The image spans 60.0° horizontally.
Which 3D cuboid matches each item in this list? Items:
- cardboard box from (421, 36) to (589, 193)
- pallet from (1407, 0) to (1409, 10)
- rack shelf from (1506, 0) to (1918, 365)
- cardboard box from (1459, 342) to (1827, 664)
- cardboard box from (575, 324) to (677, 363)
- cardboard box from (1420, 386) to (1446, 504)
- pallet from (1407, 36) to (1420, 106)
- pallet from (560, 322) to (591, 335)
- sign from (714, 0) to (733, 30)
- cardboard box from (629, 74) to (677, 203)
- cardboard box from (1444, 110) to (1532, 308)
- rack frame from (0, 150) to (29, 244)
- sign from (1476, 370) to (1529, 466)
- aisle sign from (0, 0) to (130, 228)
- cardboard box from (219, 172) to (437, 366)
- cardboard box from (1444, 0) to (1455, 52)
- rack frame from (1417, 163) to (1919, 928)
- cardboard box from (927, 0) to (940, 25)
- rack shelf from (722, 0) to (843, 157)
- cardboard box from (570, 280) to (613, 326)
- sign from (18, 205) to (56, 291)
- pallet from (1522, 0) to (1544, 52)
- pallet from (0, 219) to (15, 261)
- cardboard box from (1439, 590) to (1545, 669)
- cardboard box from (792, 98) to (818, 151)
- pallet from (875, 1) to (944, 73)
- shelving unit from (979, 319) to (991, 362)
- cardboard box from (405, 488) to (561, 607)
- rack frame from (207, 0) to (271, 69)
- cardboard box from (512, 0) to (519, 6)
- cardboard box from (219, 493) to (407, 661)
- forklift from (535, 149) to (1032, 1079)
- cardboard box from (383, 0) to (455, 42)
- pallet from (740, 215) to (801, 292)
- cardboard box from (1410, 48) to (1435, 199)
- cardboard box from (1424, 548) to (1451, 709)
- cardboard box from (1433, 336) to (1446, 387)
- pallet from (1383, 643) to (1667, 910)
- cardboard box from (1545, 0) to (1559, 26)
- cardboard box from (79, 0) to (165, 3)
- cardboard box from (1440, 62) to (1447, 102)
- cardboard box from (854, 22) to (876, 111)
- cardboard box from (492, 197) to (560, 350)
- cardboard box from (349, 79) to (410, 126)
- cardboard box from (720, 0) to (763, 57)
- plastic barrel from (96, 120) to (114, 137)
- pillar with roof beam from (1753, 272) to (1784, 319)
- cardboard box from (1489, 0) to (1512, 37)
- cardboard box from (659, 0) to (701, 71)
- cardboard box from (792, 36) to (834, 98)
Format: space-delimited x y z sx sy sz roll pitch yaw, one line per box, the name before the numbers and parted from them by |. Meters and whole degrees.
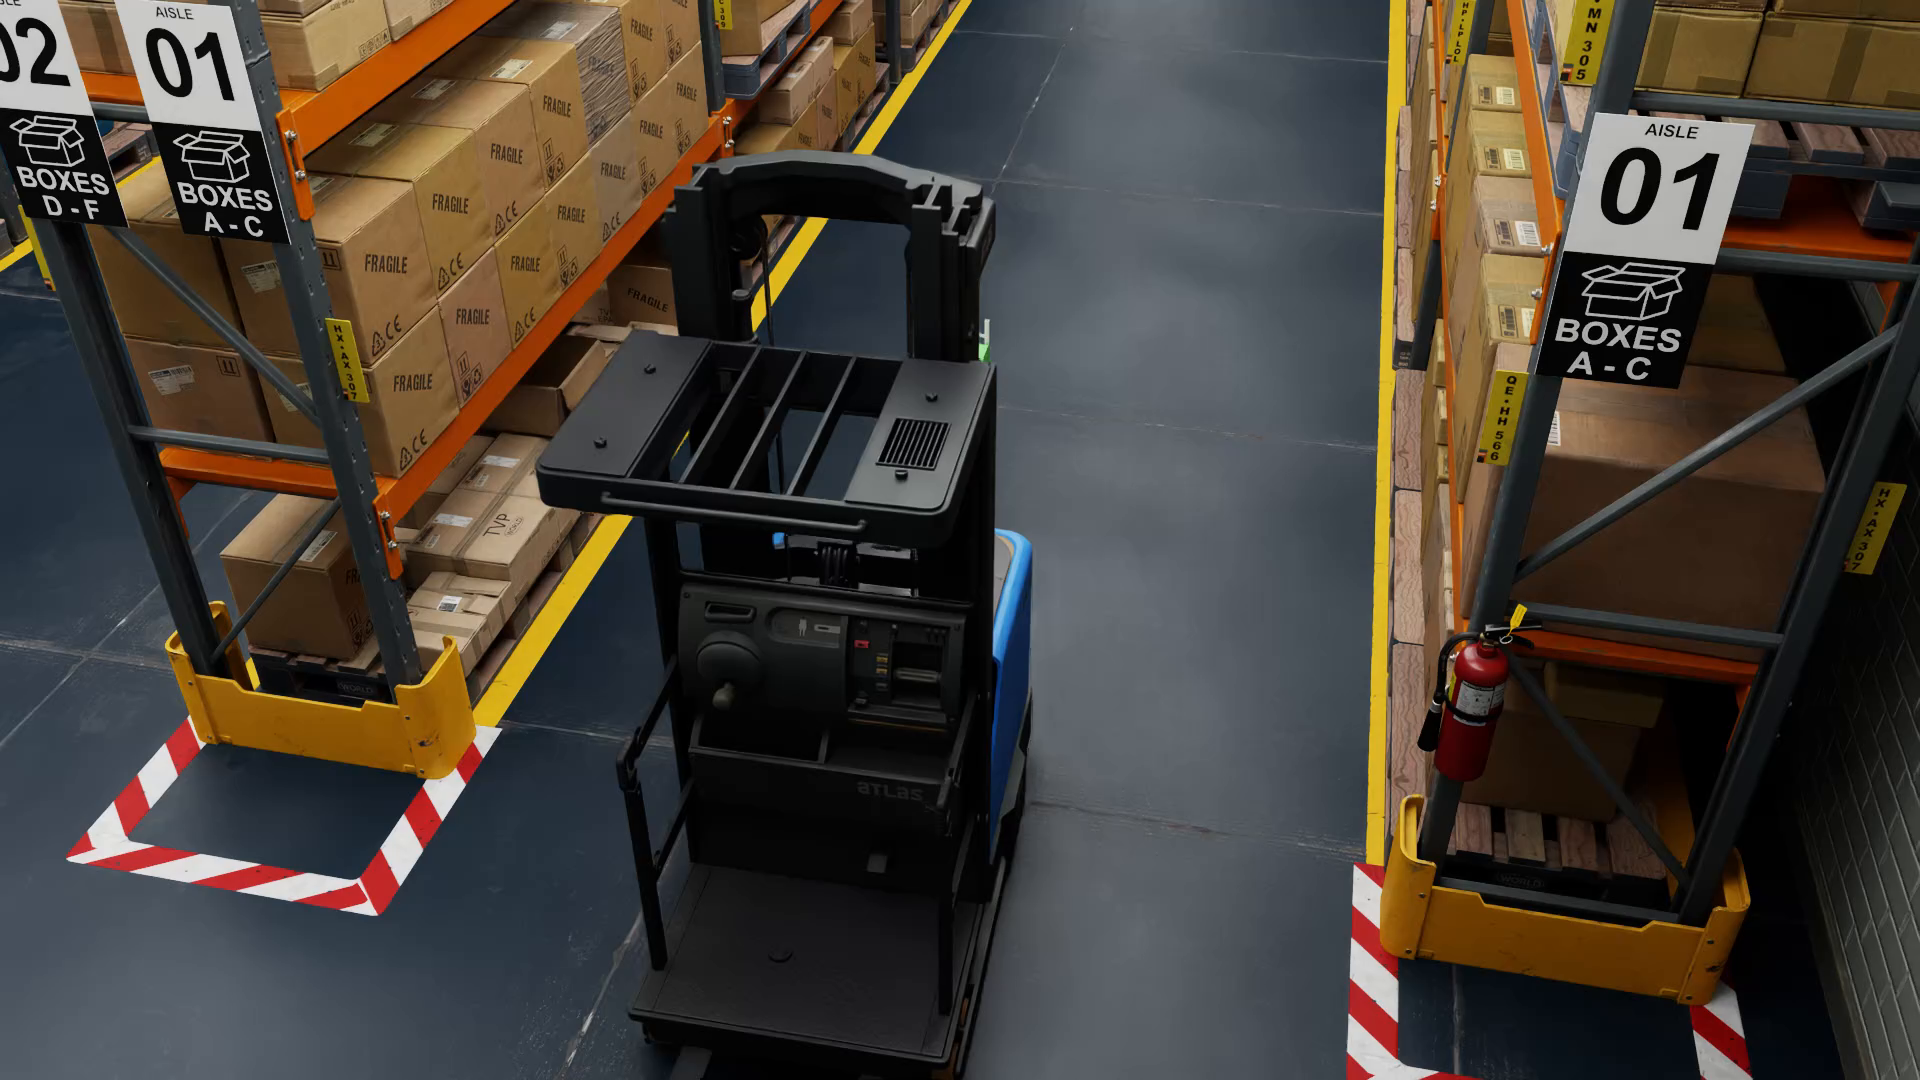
cardboard box | -2.001 -1.888 7.362 0.500 0.500 0.500 7 37 10
pallet | 4.562 -5.029 15.008 1.003 0.211 1.213 7 37 10
rack shelf | 2.591 -1.794 6.227 1.077 0.370 4.000 7 37 10
cardboard box | 2.263 -0.140 5.631 0.980 0.700 0.700 9 37 12
cardboard box | -1.827 -0.934 8.899 0.500 0.311 0.500 7 37 10
cardboard box | 2.647 -0.472 8.118 0.700 0.500 0.500 7 37 9
pallet | 4.040 -3.630 13.078 1.003 0.211 1.213 7 37 10
pallet | -1.970 -1.114 9.607 1.003 0.211 1.213 7 37 10
sign | -1.291 -2.923 8.990 0.100 0.325 0.005 7 37 10
cardboard box | -1.787 -2.063 8.455 0.500 0.500 0.500 8 37 11
cardboard box | 2.725 -1.412 7.387 0.980 0.700 0.700 6 36 9
rack frame | -6.661 -3.260 10.191 1.000 3.000 0.127 7 37 10
sign | 1.636 -0.365 5.009 0.100 0.325 0.005 7 37 10
aisle sign | -2.991 -1.395 5.404 0.394 0.787 0.004 7 37 10
cardboard box | -2.324 -1.010 6.150 0.500 0.500 0.500 8 37 11
cardboard box | 3.085 -3.064 9.565 0.500 0.500 0.500 7 37 10
rack frame | 2.163 0.275 5.314 1.000 3.000 0.127 7 37 10
cardboard box | -0.463 -4.538 13.941 0.500 0.250 0.500 6 36 9
rack shelf | -1.395 -3.492 11.125 1.077 0.370 4.000 7 37 10
cardboard box | -2.123 -1.512 9.697 0.500 0.311 0.500 7 37 10
sign | -3.215 -1.021 5.847 0.100 0.325 0.005 7 37 10
pallet | 2.570 -2.031 6.016 1.003 0.211 1.213 7 37 10
pallet | -6.780 -1.704 10.421 1.003 0.211 1.213 7 37 10
cardboard box | 2.065 0.345 6.438 0.380 0.149 0.250 7 37 9
cardboard box | -1.264 -2.642 11.095 0.500 0.500 0.500 8 37 11
pallet | -0.754 -4.268 13.959 1.003 0.211 1.213 7 37 10
shelving unit | -0.035 -0.391 7.767 0.258 1.200 0.503 7 37 10
cardboard box | -2.177 0.029 7.622 0.500 0.250 0.500 7 37 10
rack frame | -2.677 -2.772 4.407 1.000 3.000 0.127 7 37 10
cardboard box | -2.308 -2.551 8.277 0.500 0.500 0.500 6 36 9
cardboard box | -2.801 0.148 7.245 0.500 0.500 0.500 7 37 10
forklift | -0.484 0.447 5.135 1.130 2.935 3.031 6 36 9
cardboard box | -2.199 -2.045 6.087 0.500 0.250 0.500 7 37 10
pallet | -1.686 -1.978 10.800 1.003 0.211 1.213 7 37 10
cardboard box | 3.394 -2.704 10.899 0.750 0.750 0.750 7 37 10
cardboard box | 2.322 0.417 6.891 0.700 0.500 0.500 7 37 10
cardboard box | 2.506 -0.849 8.085 0.380 0.149 0.250 8 37 12
pallet | 2.258 0.936 6.778 1.003 0.211 1.213 7 37 10
cardboard box | 2.171 -1.841 5.362 0.500 0.250 0.500 6 36 8
cardboard box | -2.816 -2.026 5.635 0.500 0.250 0.500 7 37 10
cardboard box | 2.943 -2.603 9.482 0.380 0.149 0.250 7 37 10
cardboard box | -0.938 -3.530 12.320 0.500 0.500 0.500 9 37 12
cardboard box | -2.109 -1.189 7.249 0.500 0.500 0.500 7 37 10
cardboard box | -2.637 -1.666 7.055 0.500 0.500 0.500 8 37 11
cardboard box | -1.503 -3.091 9.515 0.700 0.500 0.500 -4 36 -6
plastic barrel | -6.377 -3.296 11.671 0.600 0.901 0.708 7 37 10
pillar with roof beam | -0.492 -4.477 6.759 9.100 9.000 0.400 7 37 10
cardboard box | 2.868 -2.790 8.549 0.500 0.250 0.500 8 37 11
cardboard box | -1.678 -2.760 8.564 0.500 0.500 0.500 7 37 10
cardboard box | -1.161 -3.214 11.245 0.500 0.250 0.500 7 36 9
